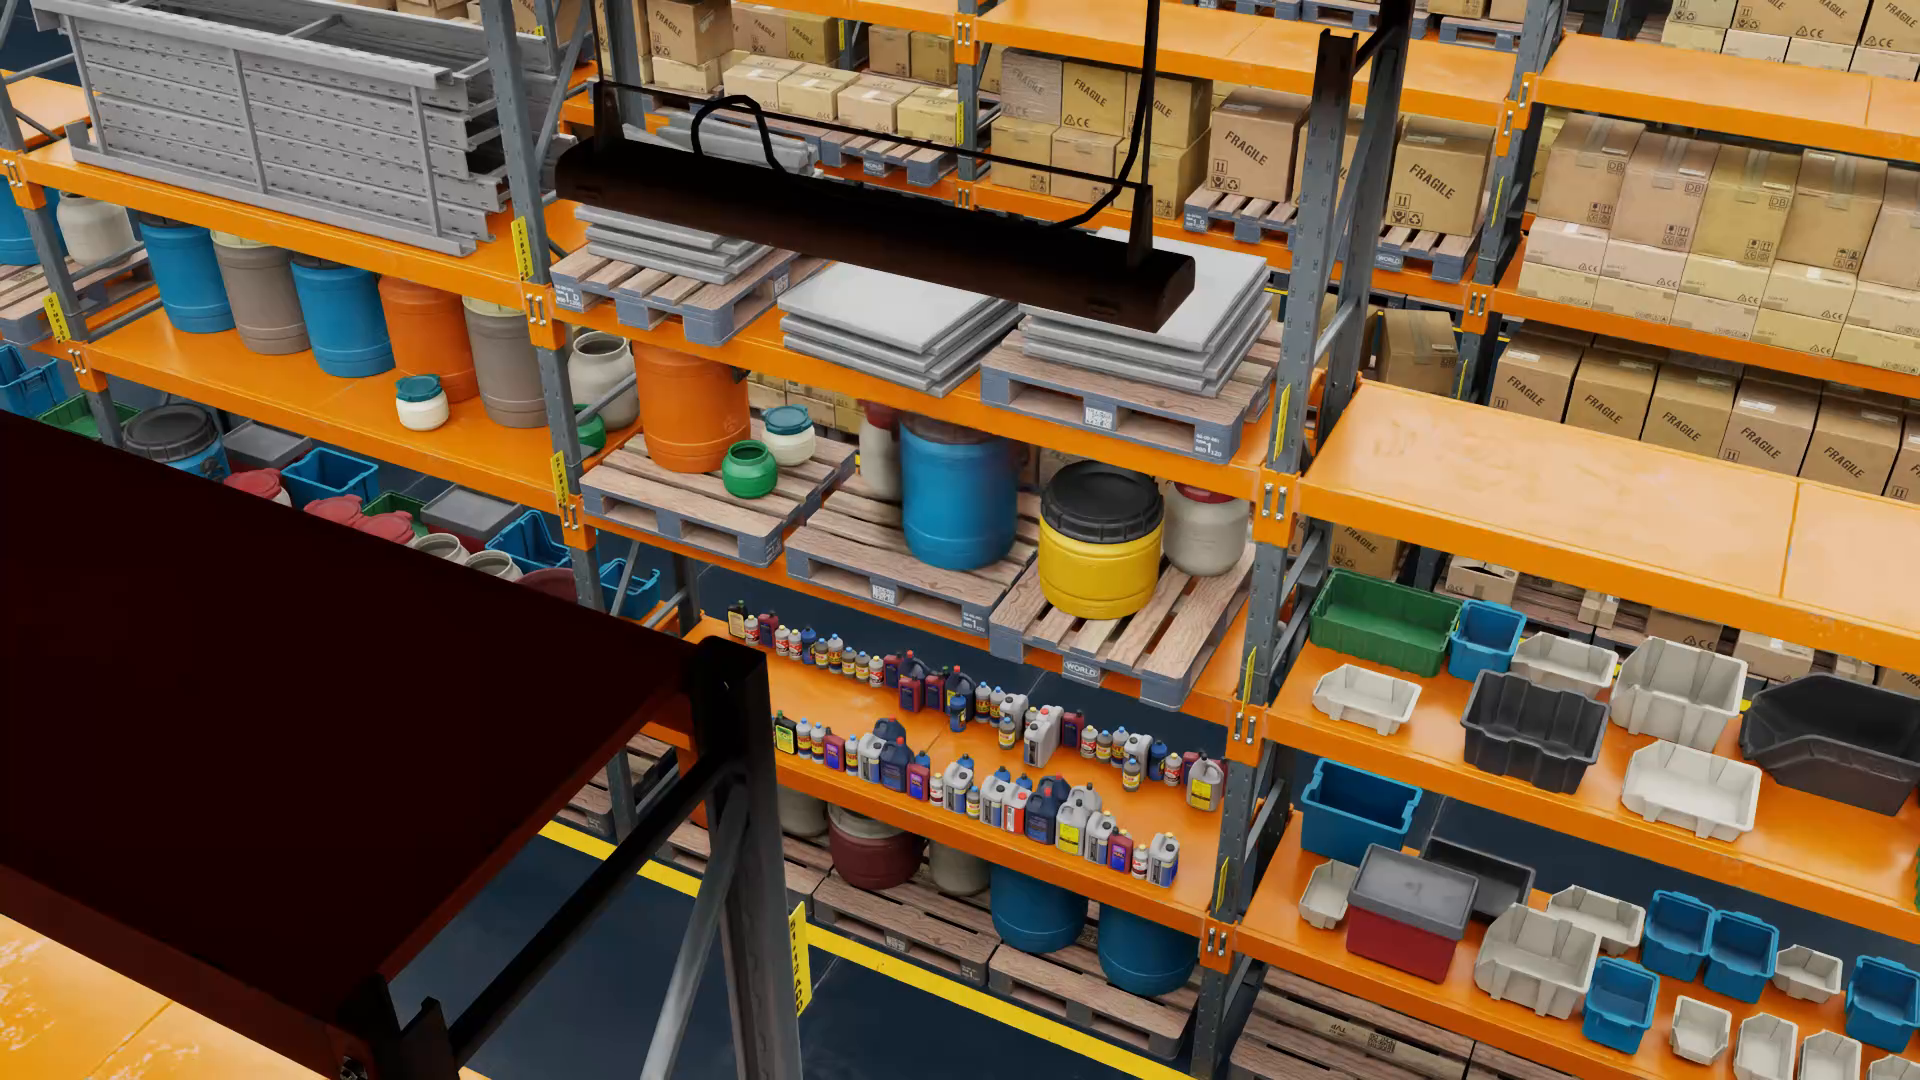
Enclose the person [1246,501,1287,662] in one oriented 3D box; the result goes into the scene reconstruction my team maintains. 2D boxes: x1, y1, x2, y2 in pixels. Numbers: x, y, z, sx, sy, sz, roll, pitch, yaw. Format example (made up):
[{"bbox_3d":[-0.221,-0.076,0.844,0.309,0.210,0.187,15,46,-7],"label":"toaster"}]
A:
[{"bbox_3d":[2.078,0.213,11.840,0.992,1.459,0.411,16,38,21],"label":"person"}]
